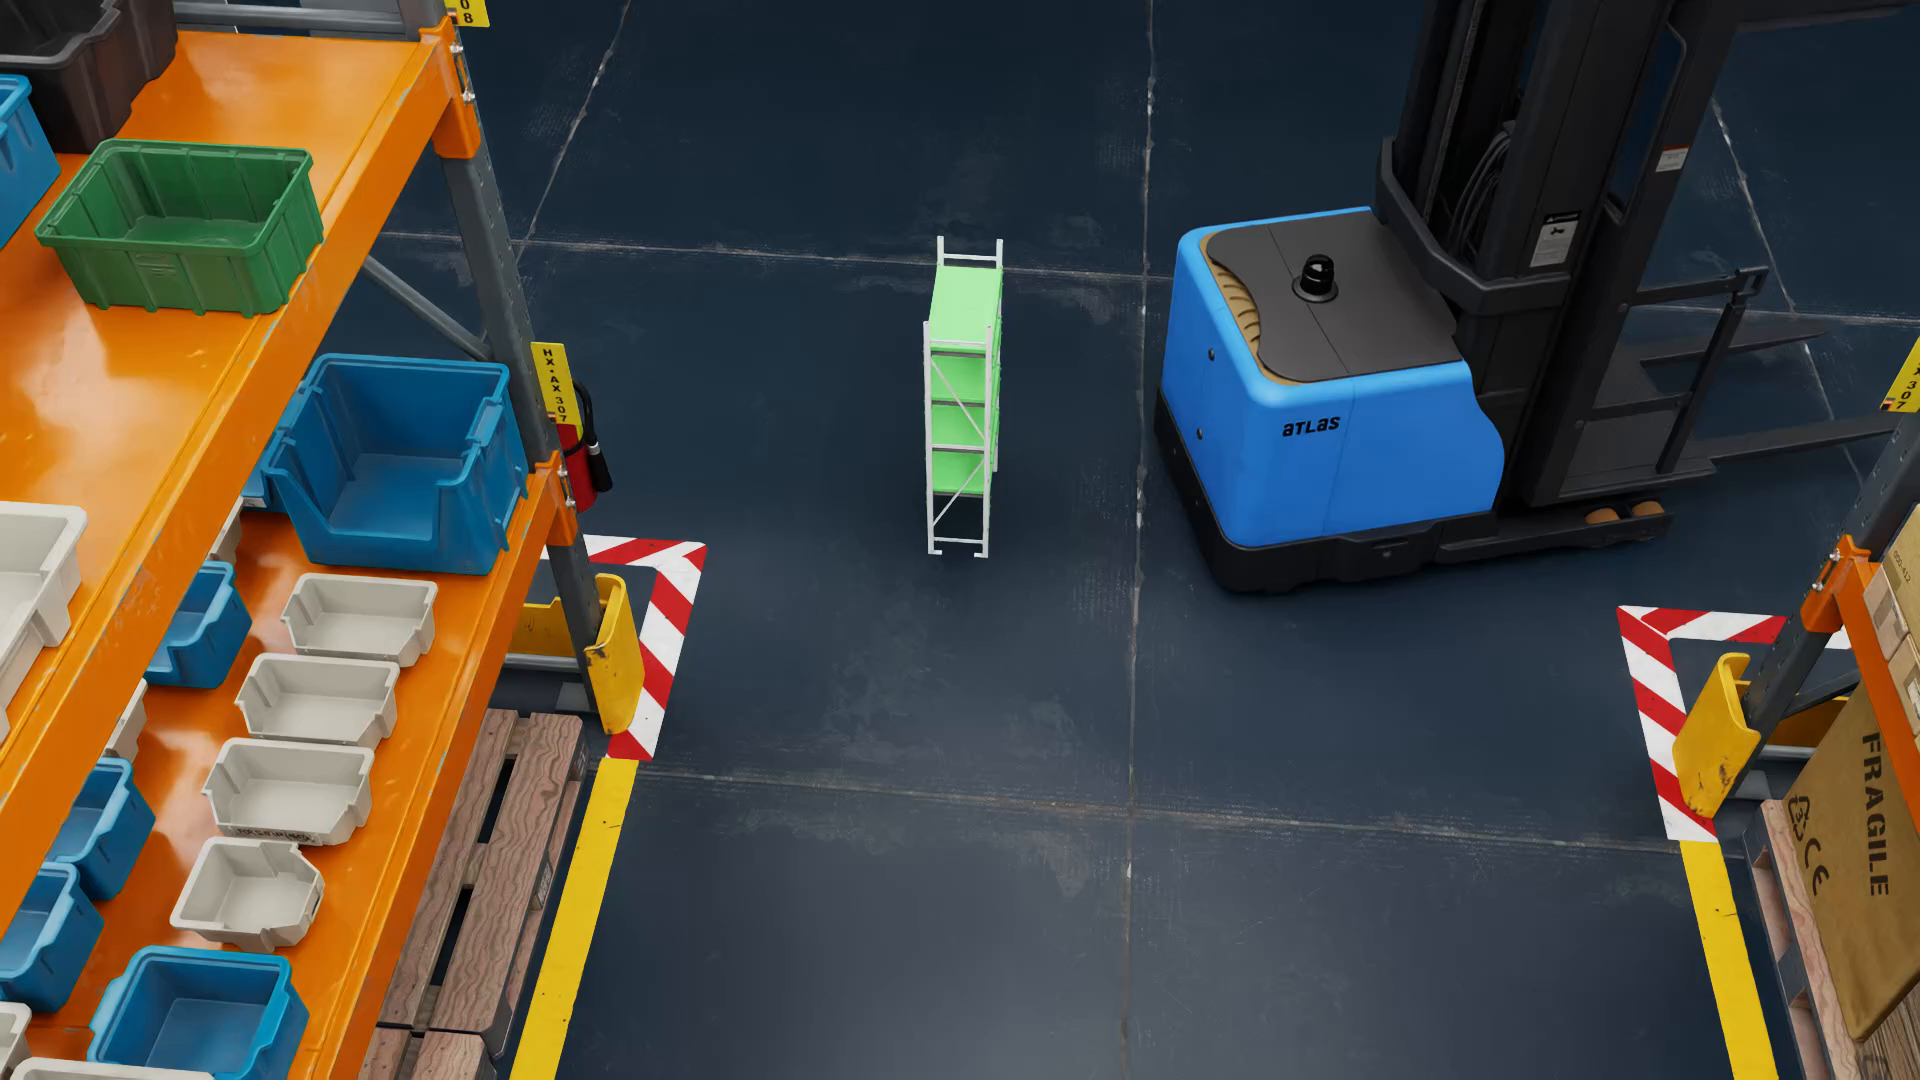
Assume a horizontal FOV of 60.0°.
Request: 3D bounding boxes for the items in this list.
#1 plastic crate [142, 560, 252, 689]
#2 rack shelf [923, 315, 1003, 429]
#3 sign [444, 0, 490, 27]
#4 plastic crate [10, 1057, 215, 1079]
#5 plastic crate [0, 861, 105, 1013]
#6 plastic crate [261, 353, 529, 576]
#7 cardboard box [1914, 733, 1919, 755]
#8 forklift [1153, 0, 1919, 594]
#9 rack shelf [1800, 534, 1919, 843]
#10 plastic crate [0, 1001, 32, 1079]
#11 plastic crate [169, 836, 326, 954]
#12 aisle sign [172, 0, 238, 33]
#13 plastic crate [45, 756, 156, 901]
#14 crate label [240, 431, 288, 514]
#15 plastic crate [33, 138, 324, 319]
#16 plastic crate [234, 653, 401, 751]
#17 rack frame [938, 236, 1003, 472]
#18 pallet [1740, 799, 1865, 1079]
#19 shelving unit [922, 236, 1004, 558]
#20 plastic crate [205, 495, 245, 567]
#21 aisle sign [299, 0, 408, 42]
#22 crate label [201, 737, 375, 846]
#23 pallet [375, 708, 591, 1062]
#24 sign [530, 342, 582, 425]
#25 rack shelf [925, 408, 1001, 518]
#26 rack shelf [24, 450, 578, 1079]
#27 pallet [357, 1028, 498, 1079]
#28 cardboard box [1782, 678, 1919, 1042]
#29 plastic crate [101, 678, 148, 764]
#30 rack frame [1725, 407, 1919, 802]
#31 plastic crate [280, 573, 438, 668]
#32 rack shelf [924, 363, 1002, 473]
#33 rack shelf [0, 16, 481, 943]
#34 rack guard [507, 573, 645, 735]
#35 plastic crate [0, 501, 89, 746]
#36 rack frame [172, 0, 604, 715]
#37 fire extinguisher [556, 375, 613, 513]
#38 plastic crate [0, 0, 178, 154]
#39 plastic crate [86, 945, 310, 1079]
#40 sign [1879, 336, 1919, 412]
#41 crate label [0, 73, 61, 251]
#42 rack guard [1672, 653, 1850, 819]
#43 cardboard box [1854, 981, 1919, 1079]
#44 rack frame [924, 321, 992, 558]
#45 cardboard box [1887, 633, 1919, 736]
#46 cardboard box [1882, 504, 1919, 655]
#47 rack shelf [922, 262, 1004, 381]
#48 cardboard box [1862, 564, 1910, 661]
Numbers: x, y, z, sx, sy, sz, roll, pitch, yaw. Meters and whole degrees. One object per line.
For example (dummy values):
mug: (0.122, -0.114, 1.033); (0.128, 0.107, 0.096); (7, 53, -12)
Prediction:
plastic crate: (-2.182, 0.238, 4.573); (0.416, 0.233, 0.300); (4, 48, 4)
rack shelf: (0.015, -0.645, 6.289); (0.258, 0.148, 0.480); (4, 48, 4)
sign: (-1.223, -1.393, 4.030); (0.100, 0.325, 0.005); (4, 48, 4)
plastic crate: (-1.814, 1.408, 3.469); (0.437, 0.282, 0.530); (4, 48, 4)
plastic crate: (-2.270, 0.942, 3.928); (0.416, 0.233, 0.300); (4, 48, 4)
plastic crate: (-1.616, -0.215, 4.849); (0.616, 0.435, 0.499); (4, 48, 4)
cardboard box: (2.754, 0.592, 4.346); (0.380, 0.149, 0.250); (3, 48, 3)
forklift: (2.394, -1.333, 5.983); (3.031, 2.935, 1.130); (-9, 48, -8)
rack shelf: (2.978, 1.604, 3.738); (1.077, 0.370, 4.000); (4, 48, 4)
plastic crate: (-2.277, 1.267, 3.697); (0.293, 0.136, 0.466); (4, 48, 4)
plastic crate: (-1.716, 0.876, 4.054); (0.298, 0.136, 0.250); (4, 48, 4)
aisle sign: (-2.061, -1.392, 4.228); (0.394, 0.787, 0.004); (4, 48, 4)
plastic crate: (-2.242, 0.722, 4.130); (0.416, 0.233, 0.300); (4, 48, 4)
crate label: (-2.122, -0.246, 5.015); (0.416, 0.233, 0.303); (4, 48, 4)
plastic crate: (-1.578, -0.638, 3.412); (0.450, 0.188, 0.336); (4, 48, 4)
plastic crate: (-1.707, 0.451, 4.443); (0.396, 0.136, 0.243); (4, 48, 4)
rack frame: (0.037, -0.706, 6.583); (0.240, 1.200, 0.015); (4, 48, 4)
pallet: (3.165, 1.426, 5.303); (1.003, 0.211, 1.213); (4, 48, 4)
shelving unit: (0.015, -0.527, 6.419); (0.258, 1.200, 0.503); (4, 48, 4)
plastic crate: (-2.234, 0.017, 4.840); (0.250, 0.136, 0.298); (4, 48, 4)
aisle sign: (-1.474, -1.352, 4.192); (0.394, 0.787, 0.004); (4, 48, 4)
crate label: (-1.708, 0.657, 4.254); (0.396, 0.136, 0.243); (4, 48, 4)
pallet: (-1.886, 1.103, 5.598); (1.003, 0.211, 1.213); (4, 48, 4)
sign: (-1.223, -0.471, 5.038); (0.100, 0.325, 0.005); (4, 48, 4)
rack shelf: (0.015, -0.321, 6.643); (0.258, 0.148, 0.480); (4, 48, 4)
rack shelf: (-1.954, 1.271, 4.042); (1.077, 0.370, 4.000); (4, 48, 4)
pallet: (-2.000, 1.997, 4.780); (1.003, 0.211, 1.213); (4, 48, 4)
cardboard box: (3.182, 0.943, 5.010); (0.875, 0.875, 0.875); (4, 48, 4)
plastic crate: (-2.296, 0.515, 4.384); (0.250, 0.136, 0.298); (4, 48, 4)
rack frame: (3.160, -0.108, 4.816); (1.000, 3.000, 0.127); (4, 48, 4)
plastic crate: (-1.666, 0.239, 4.637); (0.396, 0.136, 0.243); (4, 48, 4)
rack shelf: (0.015, -0.483, 6.466); (0.258, 0.148, 0.480); (4, 48, 4)
rack shelf: (-1.954, 0.259, 2.935); (1.077, 0.370, 4.000); (4, 48, 4)
rack guard: (-1.783, 0.384, 6.060); (1.175, 0.500, 0.348); (4, 48, 4)
plastic crate: (-1.713, 0.170, 2.707); (0.437, 0.136, 0.530); (4, 48, 4)
rack frame: (-1.772, -0.441, 5.121); (1.000, 3.000, 0.127); (4, 48, 4)
fire extinguisher: (-1.306, -0.370, 5.361); (0.296, 0.674, 0.183); (4, 48, 4)
plastic crate: (-2.085, -1.146, 3.821); (0.497, 0.269, 0.590); (4, 48, 4)
plastic crate: (-1.704, 1.121, 3.765); (0.416, 0.233, 0.300); (4, 48, 4)
sign: (2.608, -0.469, 4.506); (0.100, 0.325, 0.005); (4, 48, 4)
crate label: (-2.178, -0.747, 3.469); (0.408, 0.251, 0.502); (4, 48, 4)
rack guard: (3.163, 0.718, 5.755); (1.175, 0.500, 0.348); (4, 48, 4)
cardboard box: (3.099, 1.611, 4.399); (0.875, 0.875, 0.875); (4, 48, 4)
rack frame: (-0.007, -0.347, 6.255); (0.240, 1.200, 0.015); (4, 48, 4)
cardboard box: (2.777, 0.404, 4.518); (0.380, 0.149, 0.250); (3, 48, 3)
cardboard box: (2.848, 0.176, 4.456); (0.500, 0.250, 0.500); (3, 48, 2)
rack shelf: (0.015, -0.807, 6.111); (0.258, 0.148, 0.480); (4, 48, 4)
cardboard box: (2.799, 0.215, 4.691); (0.380, 0.149, 0.250); (4, 48, 4)
